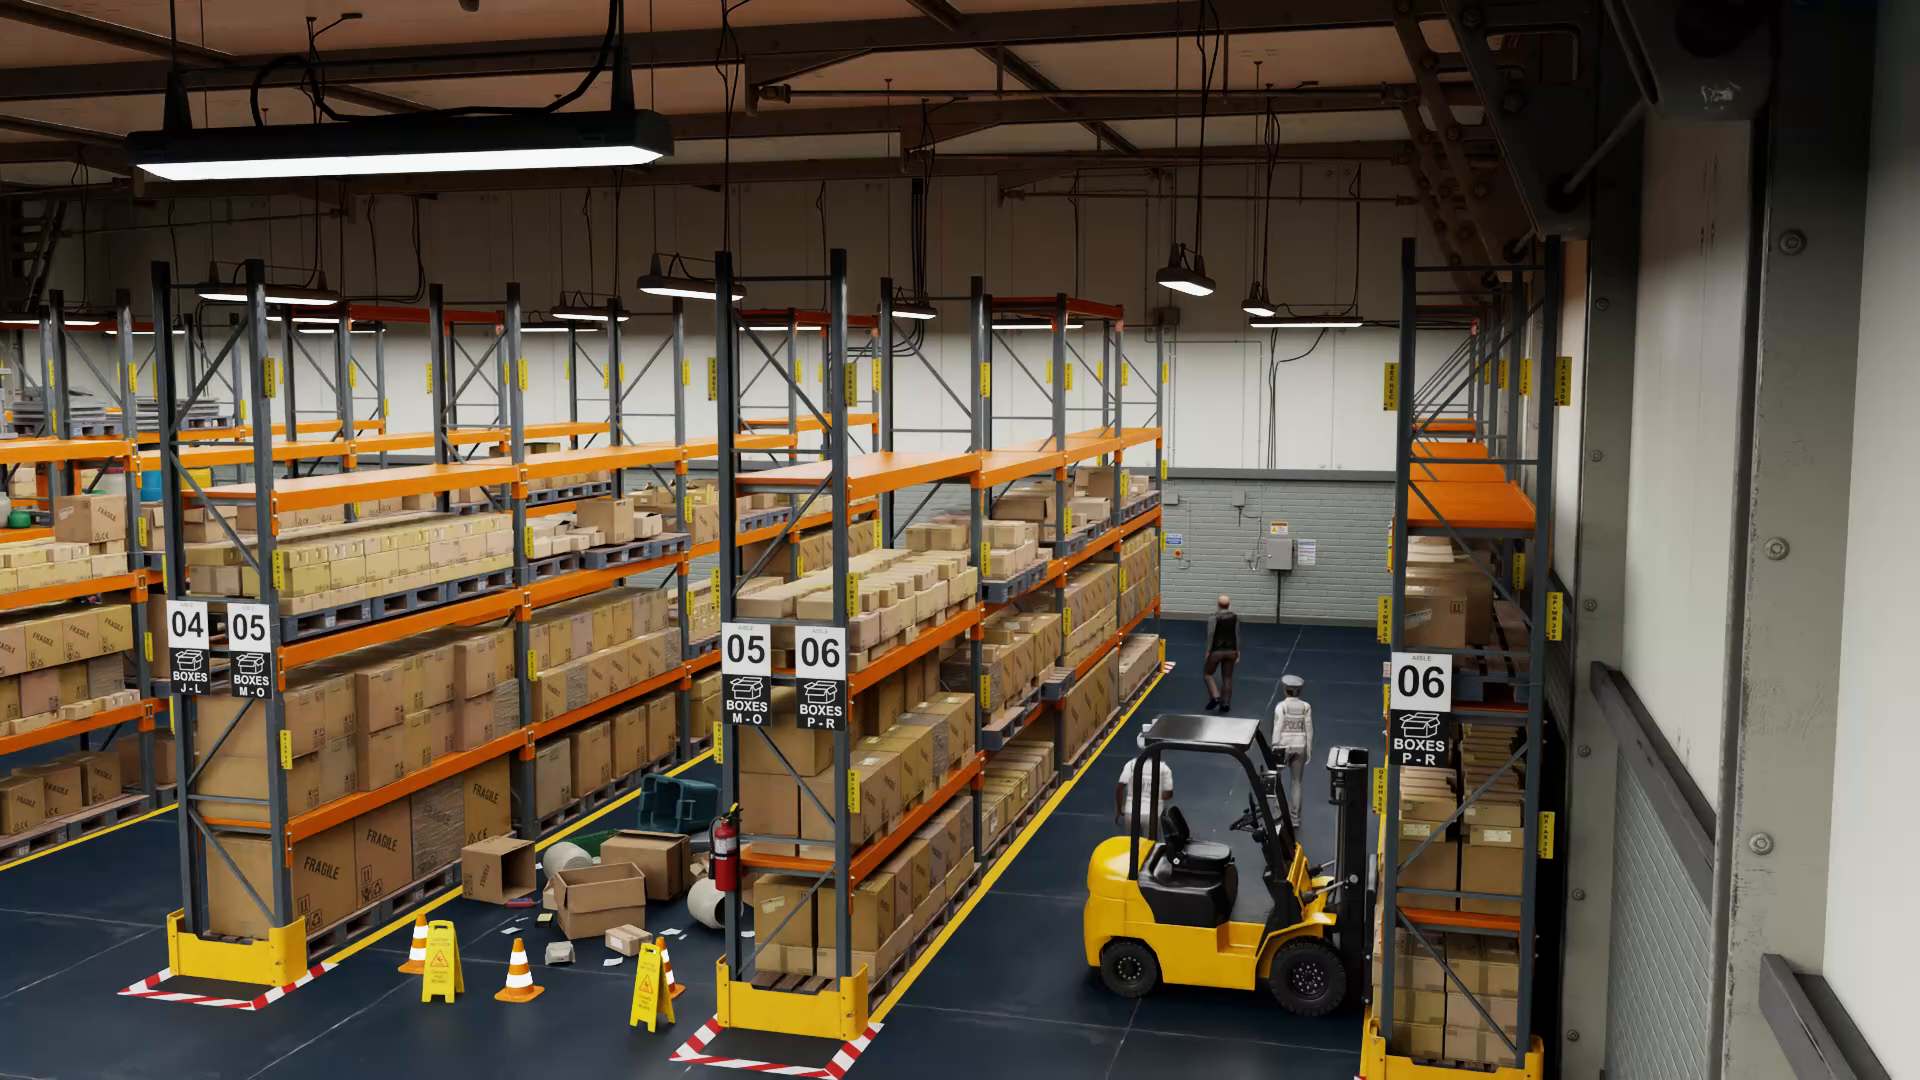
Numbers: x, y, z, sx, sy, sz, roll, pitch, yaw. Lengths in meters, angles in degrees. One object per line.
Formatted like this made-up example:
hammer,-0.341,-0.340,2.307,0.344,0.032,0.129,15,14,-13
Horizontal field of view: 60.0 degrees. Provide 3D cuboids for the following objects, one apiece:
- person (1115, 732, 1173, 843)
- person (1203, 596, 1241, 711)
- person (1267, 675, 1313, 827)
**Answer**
person,1.789,2.668,16.208,0.543,1.600,0.730,2,6,16
person,3.922,1.688,24.787,0.569,1.722,0.454,-2,6,-14
person,3.708,2.365,18.645,0.514,1.688,0.406,-1,6,-13
